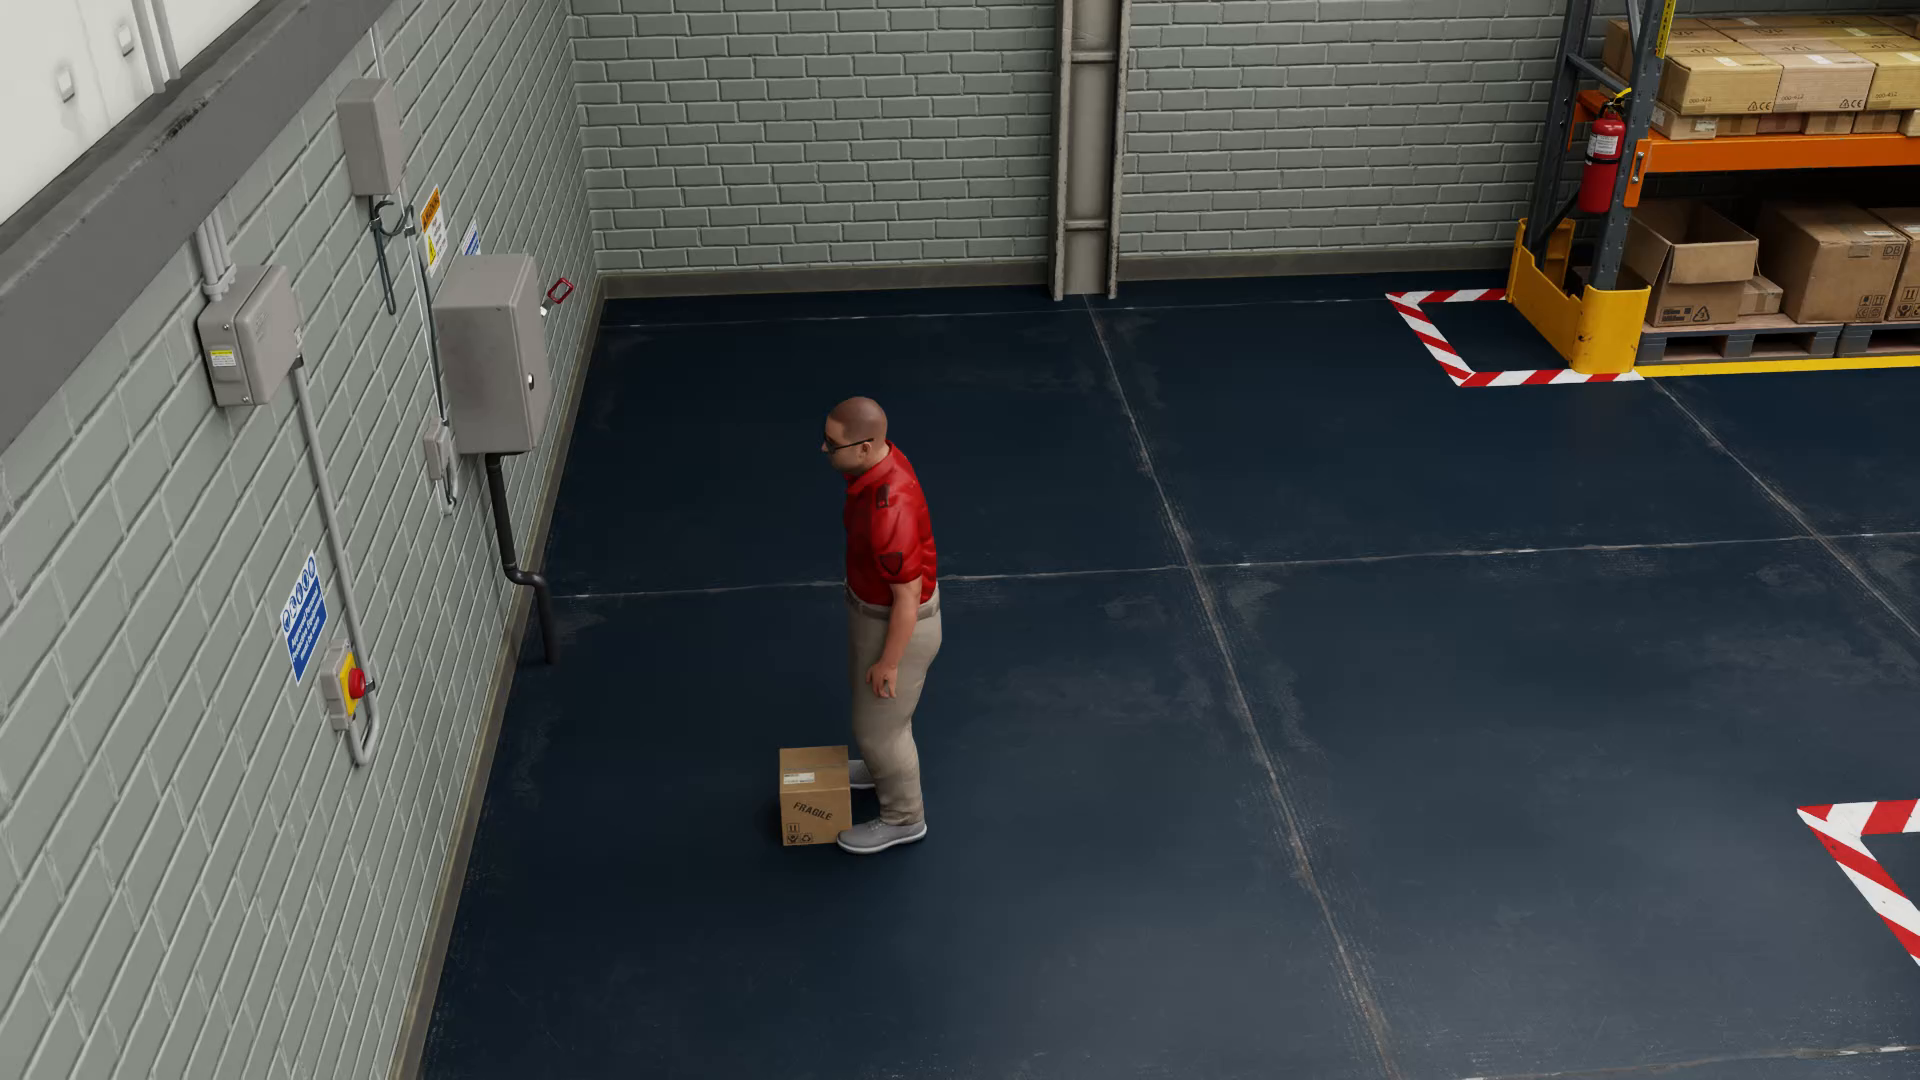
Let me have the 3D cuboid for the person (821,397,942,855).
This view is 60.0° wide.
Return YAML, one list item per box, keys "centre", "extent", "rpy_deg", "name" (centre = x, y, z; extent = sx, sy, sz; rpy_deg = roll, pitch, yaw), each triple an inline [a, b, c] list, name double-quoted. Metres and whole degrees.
- centre: [-0.269, 0.280, 5.679]
  extent: [0.393, 1.726, 0.605]
  rpy_deg: [-5, 31, -8]
  name: "person"
